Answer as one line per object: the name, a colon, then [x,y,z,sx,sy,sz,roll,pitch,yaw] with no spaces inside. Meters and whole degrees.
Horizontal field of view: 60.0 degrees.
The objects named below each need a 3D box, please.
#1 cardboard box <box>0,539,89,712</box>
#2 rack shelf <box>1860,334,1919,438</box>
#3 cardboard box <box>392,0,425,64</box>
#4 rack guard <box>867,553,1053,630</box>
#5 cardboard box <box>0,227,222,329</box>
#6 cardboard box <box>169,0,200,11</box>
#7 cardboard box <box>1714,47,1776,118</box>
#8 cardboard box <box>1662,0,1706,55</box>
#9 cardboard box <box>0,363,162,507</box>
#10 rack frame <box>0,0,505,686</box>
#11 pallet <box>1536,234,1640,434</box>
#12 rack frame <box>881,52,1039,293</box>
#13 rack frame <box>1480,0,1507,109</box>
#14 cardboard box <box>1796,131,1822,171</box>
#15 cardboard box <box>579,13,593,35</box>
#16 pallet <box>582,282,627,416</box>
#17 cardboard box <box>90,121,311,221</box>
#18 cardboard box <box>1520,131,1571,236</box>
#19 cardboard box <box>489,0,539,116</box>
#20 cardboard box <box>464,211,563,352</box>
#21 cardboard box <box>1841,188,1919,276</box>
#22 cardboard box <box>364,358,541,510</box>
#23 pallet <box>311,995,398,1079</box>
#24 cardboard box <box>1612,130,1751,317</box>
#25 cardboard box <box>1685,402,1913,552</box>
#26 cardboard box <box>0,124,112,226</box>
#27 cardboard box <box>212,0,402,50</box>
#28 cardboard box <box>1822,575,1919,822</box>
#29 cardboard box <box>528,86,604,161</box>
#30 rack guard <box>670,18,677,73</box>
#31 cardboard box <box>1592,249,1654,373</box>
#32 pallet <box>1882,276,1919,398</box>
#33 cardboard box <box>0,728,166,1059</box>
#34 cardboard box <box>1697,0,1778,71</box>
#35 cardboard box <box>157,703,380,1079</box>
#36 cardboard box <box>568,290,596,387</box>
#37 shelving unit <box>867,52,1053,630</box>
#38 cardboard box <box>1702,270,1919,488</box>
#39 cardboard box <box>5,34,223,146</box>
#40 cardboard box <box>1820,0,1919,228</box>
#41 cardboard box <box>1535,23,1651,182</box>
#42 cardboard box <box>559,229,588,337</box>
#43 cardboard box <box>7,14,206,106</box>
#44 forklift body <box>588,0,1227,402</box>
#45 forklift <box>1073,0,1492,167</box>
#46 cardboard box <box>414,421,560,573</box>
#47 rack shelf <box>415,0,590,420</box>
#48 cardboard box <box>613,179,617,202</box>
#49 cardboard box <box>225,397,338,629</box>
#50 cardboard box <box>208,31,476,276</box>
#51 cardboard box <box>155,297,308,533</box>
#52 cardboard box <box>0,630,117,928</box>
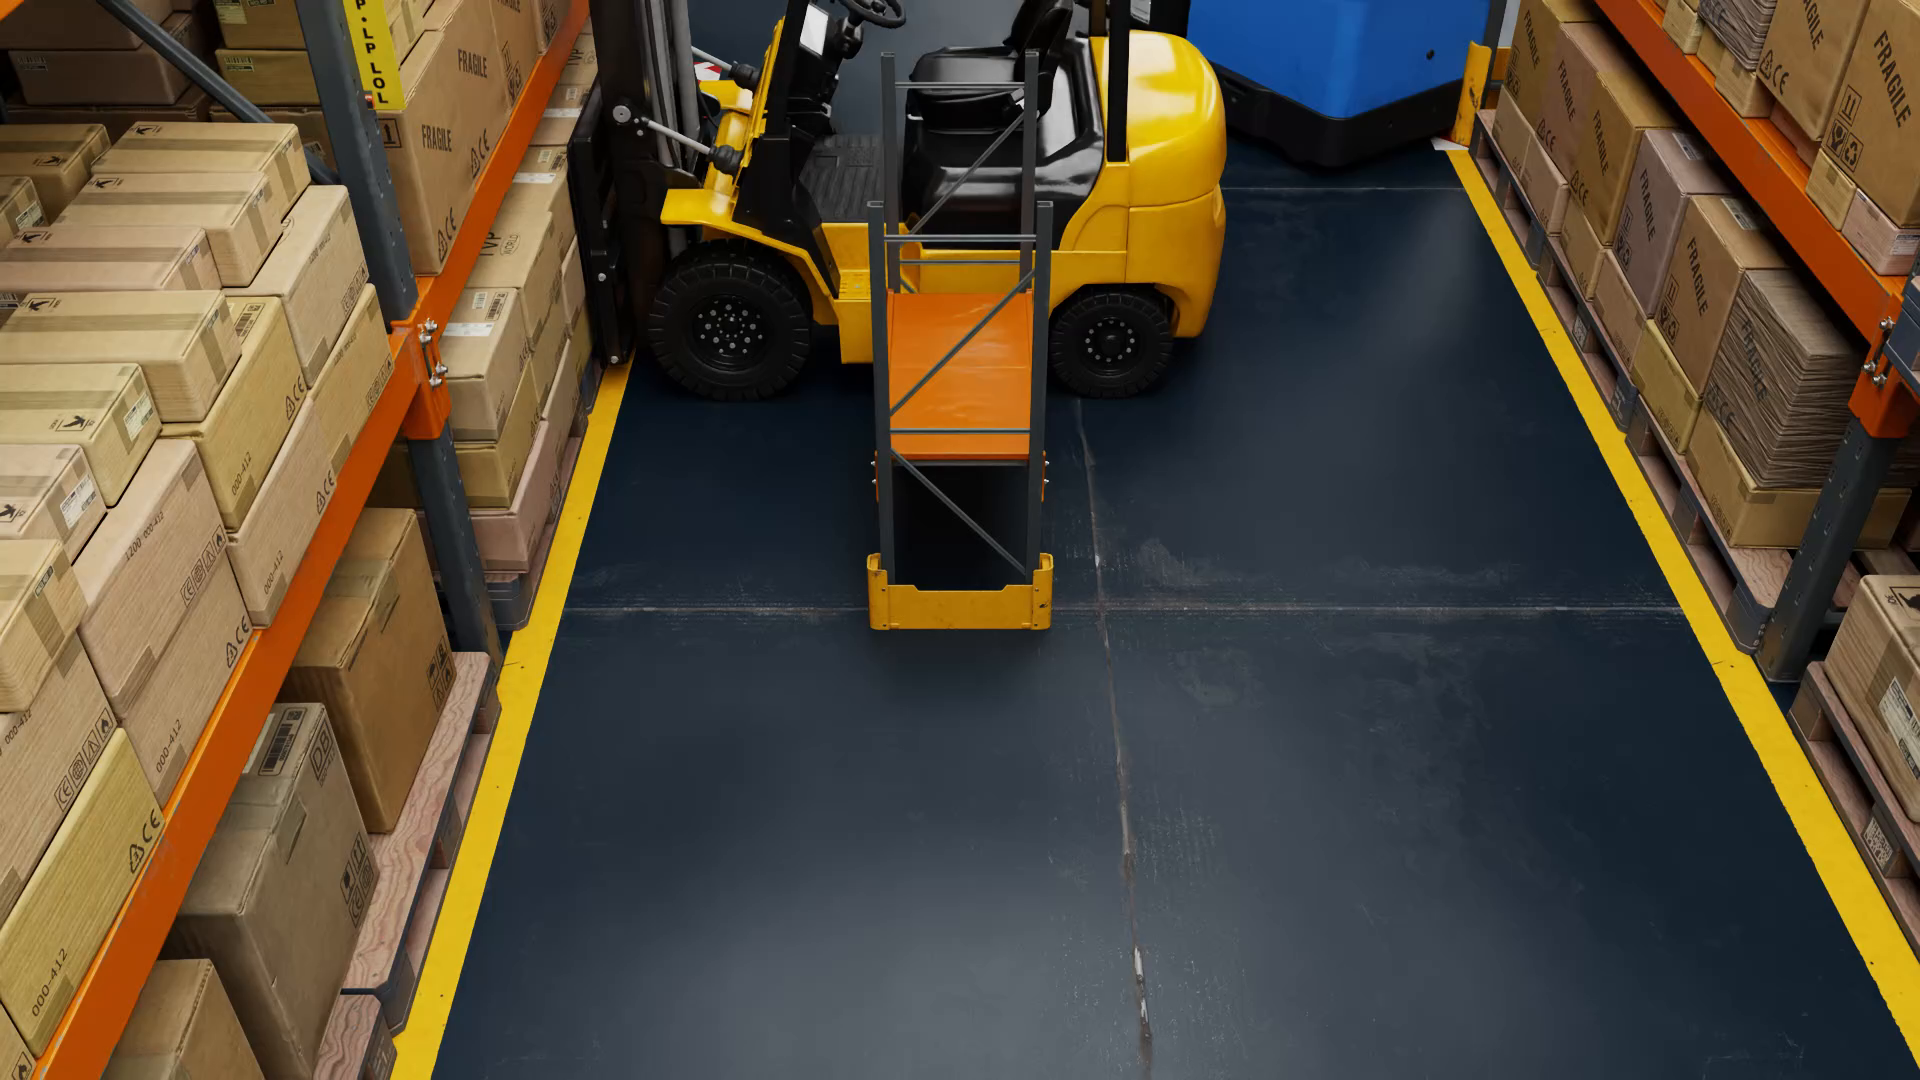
cardboard box: [-1.614,0.134,2.586,0.380,0.149,0.250,-1,39,-1]
rack shelf: [3.021,0.773,2.962,1.077,0.370,4.000,0,39,0]
cardboard box: [-1.684,-1.406,4.507,0.380,0.149,0.250,1,39,1]
rack guard: [0.000,0.166,5.343,0.587,0.250,0.087,0,39,0]
cardboard box: [-1.757,-0.517,3.397,0.380,0.149,0.250,0,39,0]
cardboard box: [-2.206,-1.517,4.408,0.380,0.149,0.250,-1,39,-1]
cardboard box: [2.709,-1.496,5.420,0.380,0.149,0.250,-1,39,-1]
cardboard box: [2.702,-1.817,5.820,0.380,0.149,0.250,0,39,0]
cardboard box: [-1.686,-0.188,2.988,0.380,0.149,0.250,-1,39,-1]
rack frame: [-1.945,-0.752,4.290,1.000,3.000,0.127,0,39,0]
pallet: [2.978,-0.855,6.648,1.003,0.211,1.213,0,39,0]
rack frame: [-0.001,-0.956,5.744,0.500,1.500,0.032,0,39,0]
rack frame: [3.014,-3.260,7.419,1.000,3.000,0.127,0,39,0]
cardboard box: [2.784,-1.180,5.025,0.380,0.149,0.250,0,39,0]
cardboard box: [-1.631,-2.128,7.070,0.500,0.250,0.500,1,39,1]
pallet: [-1.908,-0.927,6.737,1.003,0.211,1.213,0,39,0]
cardboard box: [-1.723,-0.831,3.790,0.380,0.149,0.250,1,39,2]
cardboard box: [2.731,-1.527,7.119,0.500,0.250,0.500,1,39,2]
cardboard box: [-1.703,-1.711,5.407,0.500,0.500,0.500,0,39,0]
cardboard box: [-1.622,-0.856,5.483,0.500,0.250,0.500,0,39,0]
cardboard box: [2.713,-0.861,4.627,0.380,0.149,0.250,0,39,-1]
cardboard box: [-1.637,-0.341,5.240,0.500,0.250,0.500,0,39,0]
pallet: [-1.901,1.561,3.633,1.003,0.211,1.213,0,39,0]
cardboard box: [2.746,-1.149,6.048,0.500,0.500,0.500,2,39,2]
cardboard box: [2.749,-0.219,5.487,0.500,0.250,0.500,2,39,2]
cardboard box: [-2.159,-0.825,3.782,0.380,0.149,0.250,-1,39,-1]
cardboard box: [-1.649,-1.360,4.212,0.380,0.149,0.250,1,39,1]
cardboard box: [3.022,0.431,4.579,0.950,0.372,0.625,0,39,1]
cardboard box: [-1.627,-1.495,6.281,0.500,0.250,0.500,-1,39,-1]
rack guard: [-1.950,-2.293,8.212,1.175,0.500,0.348,0,39,0]
cardboard box: [2.743,-0.870,6.300,0.500,0.250,0.500,1,39,1]
pallet: [2.874,-0.205,3.761,1.003,0.211,1.213,0,39,0]
cardboard box: [-1.699,0.569,2.761,0.500,0.250,0.500,1,39,1]
cardboard box: [2.757,-1.837,5.326,0.500,0.500,0.500,1,39,1]
cardboard box: [-1.940,0.822,3.889,0.875,0.625,0.625,0,39,0]
cardboard box: [-1.647,-0.785,6.194,0.500,0.250,0.500,1,39,1]
shelving unit: [0.000,-0.633,5.340,0.587,1.500,1.083,0,39,0]
cardboard box: [2.750,-0.512,5.253,0.500,0.500,0.500,-1,39,-1]
cardboard box: [-2.216,-1.072,4.609,0.500,0.500,0.500,0,39,0]
cardboard box: [2.769,-1.191,4.520,0.500,0.500,0.500,-1,39,-1]
cardboard box: [2.744,-1.797,6.857,0.500,0.500,0.500,-1,39,-2]
cardboard box: [-1.628,-0.970,6.025,0.500,0.250,0.500,0,39,0]
cardboard box: [-2.202,-1.245,4.307,0.380,0.149,0.250,0,39,0]
forklift body: [-0.123,-1.738,6.199,2.313,2.155,1.214,0,39,0]
forklift: [1.282,-3.776,8.119,1.130,2.935,3.031,-24,45,-27]
cardboard box: [-1.614,-0.146,5.397,0.500,0.250,0.500,0,39,0]
rack shelf: [-1.947,-1.722,6.076,1.077,0.370,4.000,0,39,0]
cardboard box: [-1.625,-1.599,6.810,0.500,0.250,0.500,-1,39,-1]
cardboard box: [-1.677,-0.065,3.552,0.500,0.250,0.500,0,39,0]
cardboard box: [-1.684,-1.069,4.605,0.500,0.500,0.500,-1,39,-1]
cardboard box: [-1.681,-0.260,3.396,0.500,0.250,0.500,-1,39,-1]
cardboard box: [-1.704,0.375,2.604,0.500,0.250,0.500,0,39,1]
